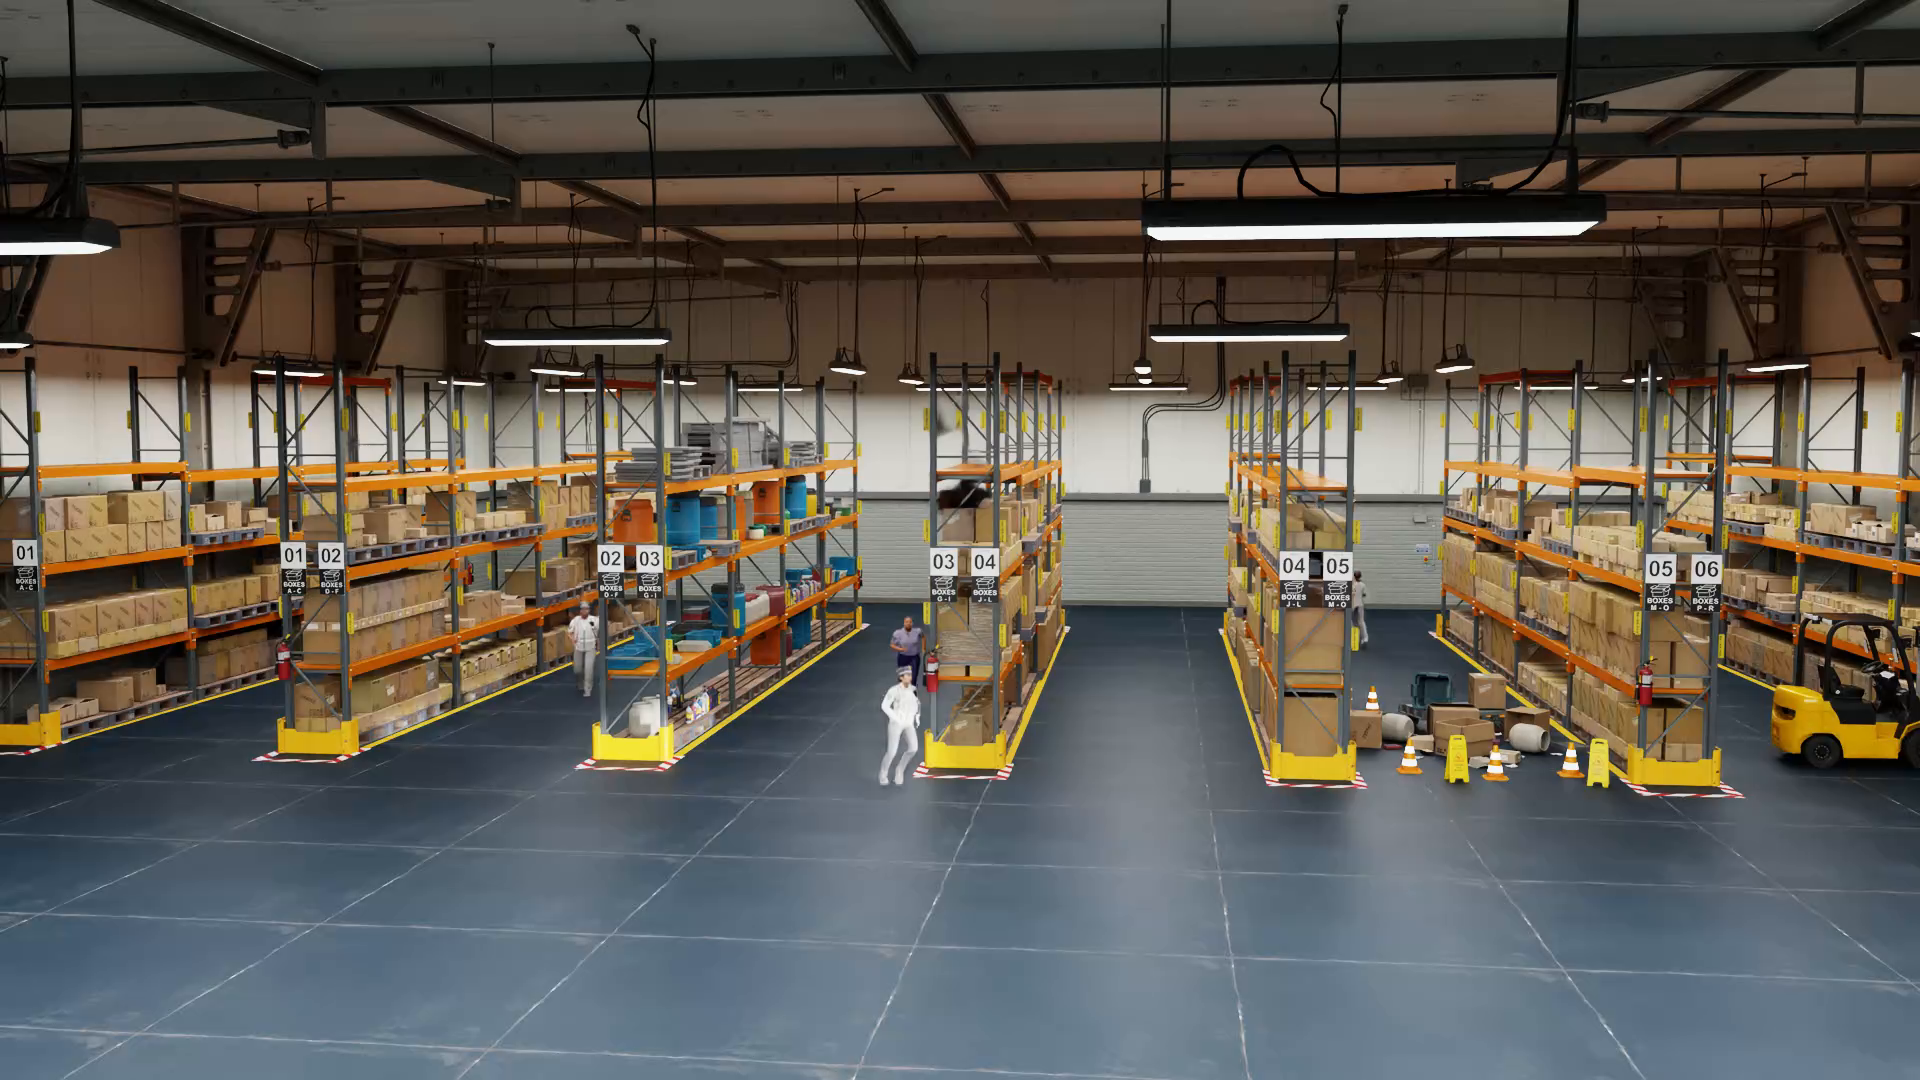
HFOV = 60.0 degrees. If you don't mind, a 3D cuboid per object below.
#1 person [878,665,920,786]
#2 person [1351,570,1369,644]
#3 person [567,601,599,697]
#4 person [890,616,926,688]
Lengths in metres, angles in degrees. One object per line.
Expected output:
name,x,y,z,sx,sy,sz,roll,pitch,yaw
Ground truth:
person,-0.778,2.554,22.991,0.672,1.656,0.603,-2,5,-30
person,8.873,1.532,37.308,0.571,1.689,0.865,-1,4,-7
person,-6.855,1.973,30.476,0.674,1.740,0.782,0,4,-6
person,-0.904,2.148,28.999,0.627,1.673,0.936,0,4,-4
